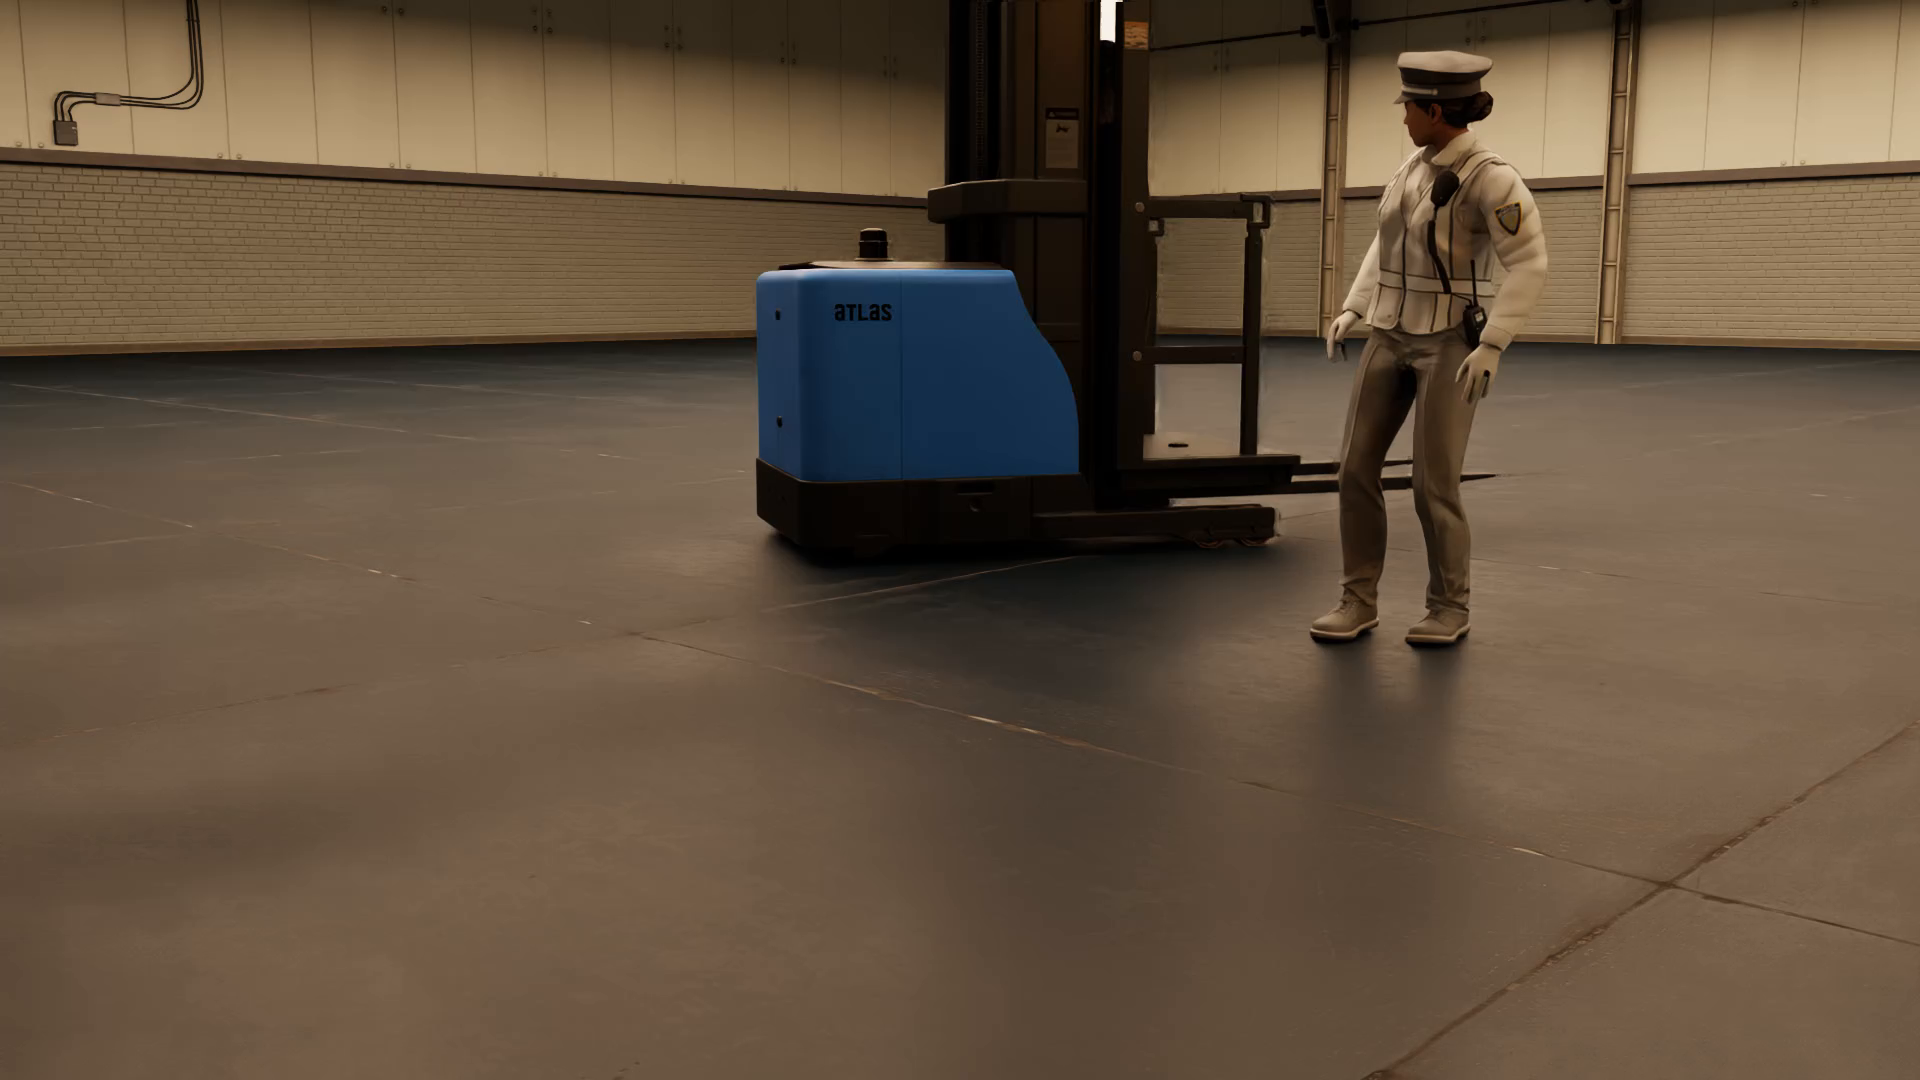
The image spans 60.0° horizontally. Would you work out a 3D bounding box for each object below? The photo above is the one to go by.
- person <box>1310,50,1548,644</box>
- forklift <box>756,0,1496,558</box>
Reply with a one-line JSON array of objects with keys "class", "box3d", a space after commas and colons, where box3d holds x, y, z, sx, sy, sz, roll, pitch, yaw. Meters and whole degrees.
[{"class": "person", "box3d": [1.296, -0.524, 4.671, 0.467, 1.653, 0.687, -6, 11, -36]}, {"class": "forklift", "box3d": [0.731, -1.485, 6.737, 3.031, 2.935, 1.130, -3, 9, -17]}]
